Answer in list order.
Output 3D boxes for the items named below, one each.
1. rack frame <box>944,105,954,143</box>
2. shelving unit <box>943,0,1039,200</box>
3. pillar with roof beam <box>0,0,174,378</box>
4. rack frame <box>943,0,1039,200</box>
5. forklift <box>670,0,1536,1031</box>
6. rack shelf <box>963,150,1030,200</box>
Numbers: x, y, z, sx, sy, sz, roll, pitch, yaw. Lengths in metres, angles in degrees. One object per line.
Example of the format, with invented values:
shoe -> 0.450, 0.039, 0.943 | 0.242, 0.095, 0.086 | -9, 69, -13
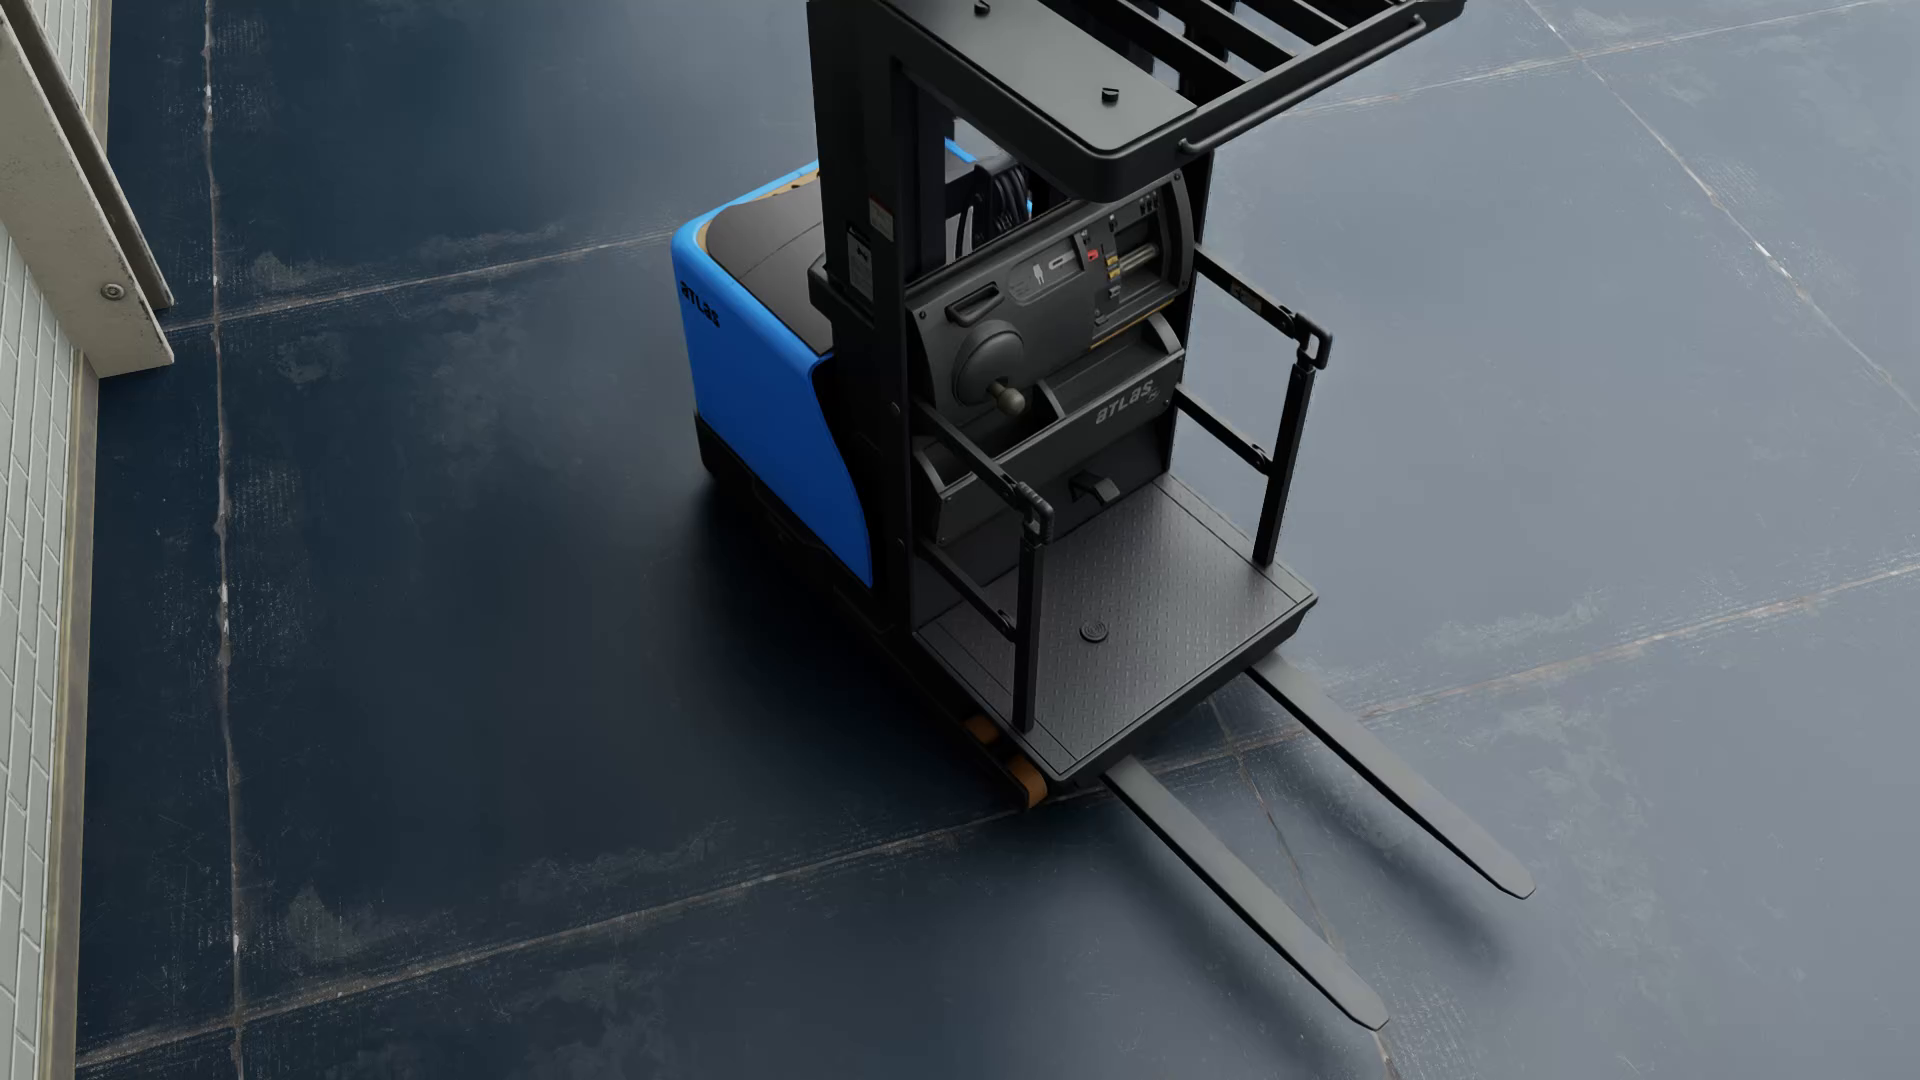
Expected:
rack frame -> 0.140, -1.780, 5.877 | 0.400, 2.100, 0.015 | 6, 50, 5
shelving unit -> 0.108, -1.595, 5.721 | 0.431, 2.100, 0.503 | 6, 50, 5
pillar with roof beam -> 0.920, -4.654, 3.788 | 9.100, 9.000, 0.400 | -13, 51, -11
rack frame -> 0.077, -1.410, 5.565 | 0.400, 2.100, 0.015 | 6, 50, 5
forklift -> 0.399, -0.569, 4.312 | 1.130, 2.935, 3.031 | -32, 57, -24
rack shelf -> 0.108, -1.135, 6.267 | 0.431, 0.518, 0.480 | 6, 50, 5
